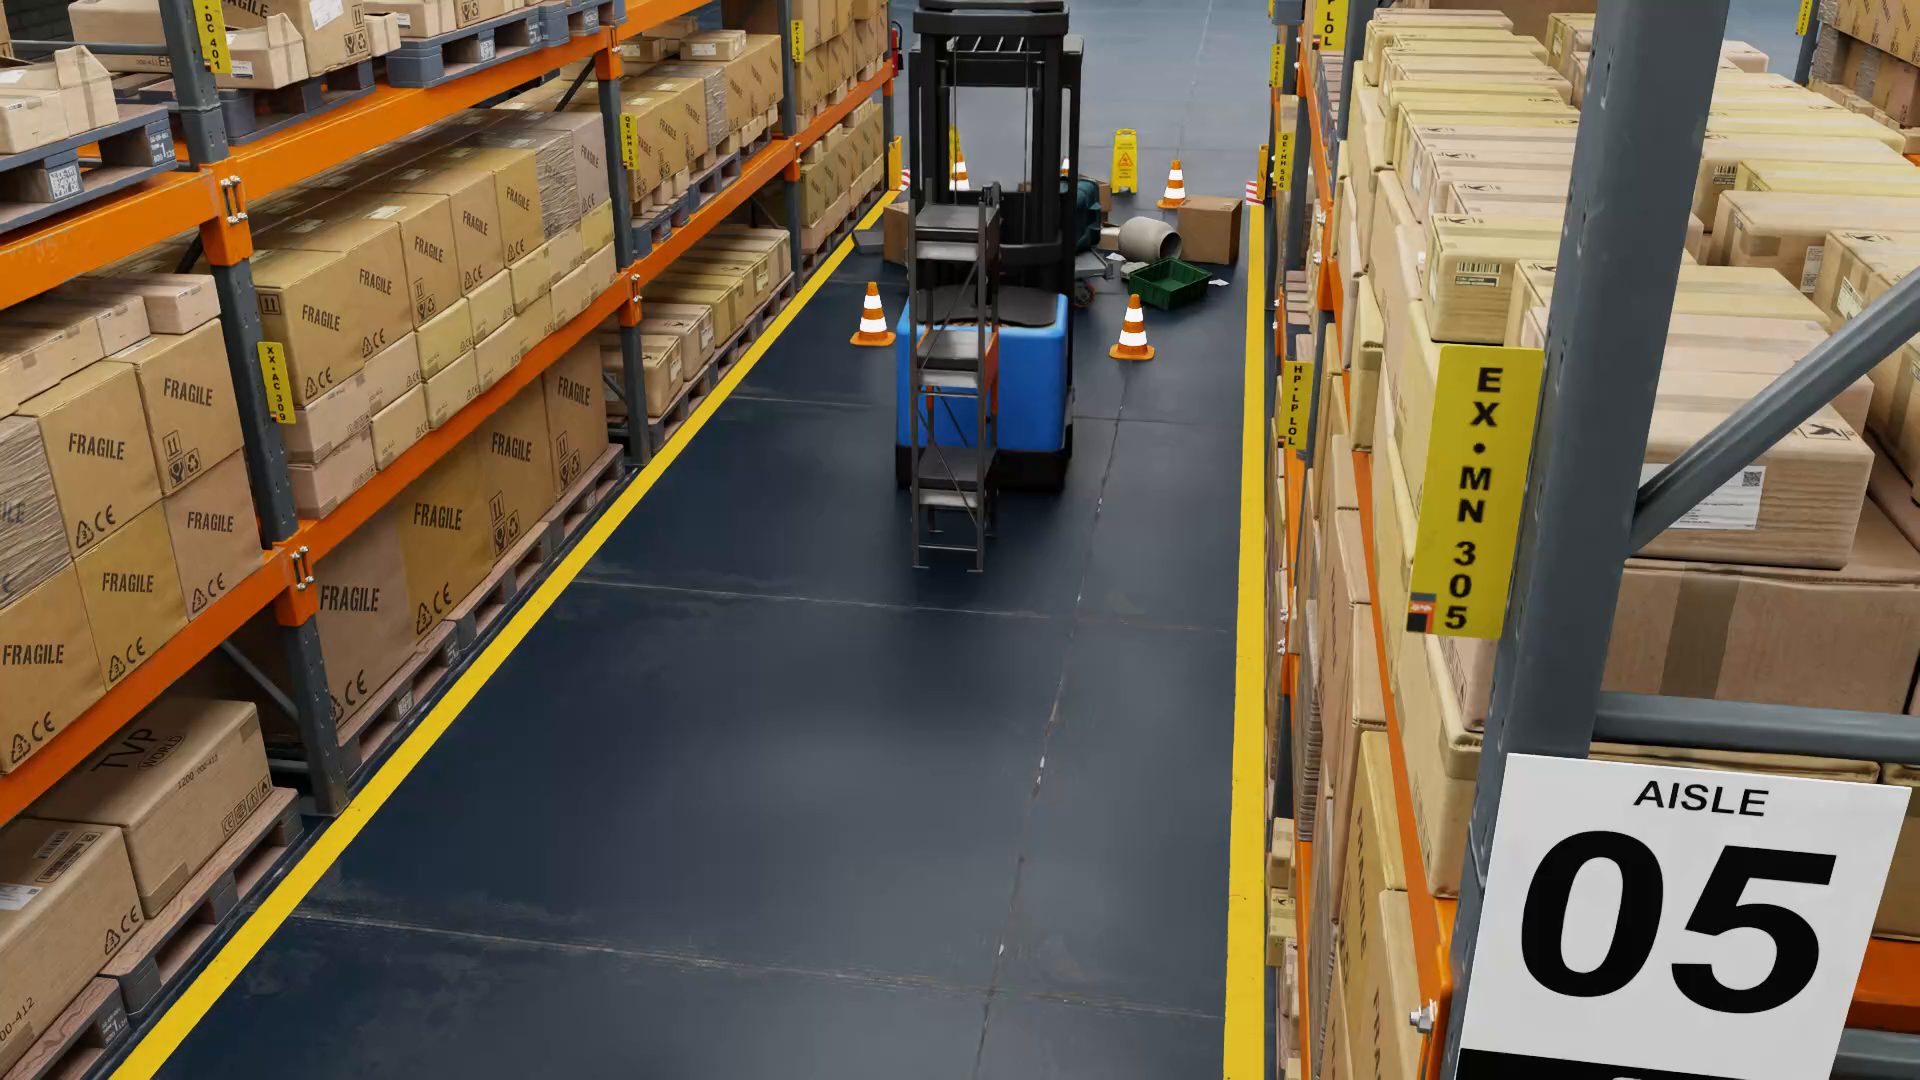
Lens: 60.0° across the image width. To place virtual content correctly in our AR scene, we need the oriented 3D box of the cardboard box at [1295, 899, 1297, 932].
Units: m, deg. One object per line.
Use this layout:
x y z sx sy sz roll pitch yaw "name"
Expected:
1.401 1.296 5.959 0.380 0.149 0.250 4 25 9 "cardboard box"

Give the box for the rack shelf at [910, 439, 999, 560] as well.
-0.027 -0.235 9.459 0.431 0.518 0.480 4 25 9 "rack shelf"

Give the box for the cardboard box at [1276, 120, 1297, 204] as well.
2.519 -2.681 11.822 0.500 0.500 0.500 4 25 8 "cardboard box"

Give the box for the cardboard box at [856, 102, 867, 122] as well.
-1.122 -4.193 16.268 0.380 0.149 0.250 4 25 9 "cardboard box"

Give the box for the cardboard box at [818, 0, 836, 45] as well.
-1.473 -4.572 14.331 0.700 0.500 0.500 4 25 9 "cardboard box"

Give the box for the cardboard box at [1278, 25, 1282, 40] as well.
3.367 -4.873 15.173 0.875 0.550 0.550 4 25 9 "cardboard box"

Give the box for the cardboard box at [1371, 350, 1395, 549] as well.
1.059 -0.158 3.188 0.500 0.250 0.500 5 26 11 "cardboard box"

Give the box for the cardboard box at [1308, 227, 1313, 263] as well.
2.106 -1.607 9.096 0.380 0.149 0.250 5 26 11 "cardboard box"

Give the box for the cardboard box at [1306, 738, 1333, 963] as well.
1.149 0.740 4.161 0.500 0.500 0.500 5 26 11 "cardboard box"

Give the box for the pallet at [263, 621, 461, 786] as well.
-3.119 0.723 7.956 1.003 0.211 1.213 4 25 9 "pallet"

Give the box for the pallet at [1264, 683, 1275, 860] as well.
1.855 1.026 7.309 1.003 0.211 1.213 4 25 9 "pallet"

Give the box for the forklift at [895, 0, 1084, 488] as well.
0.240 -2.239 11.077 1.130 2.935 3.031 2 25 4 "forklift"

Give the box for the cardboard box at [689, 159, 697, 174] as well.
-2.076 -2.652 11.679 0.380 0.149 0.250 5 26 11 "cardboard box"

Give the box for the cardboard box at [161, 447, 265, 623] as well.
-2.995 -0.046 6.191 0.500 0.500 0.500 4 25 9 "cardboard box"

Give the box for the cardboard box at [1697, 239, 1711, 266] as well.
1.582 -0.350 3.008 0.500 0.250 0.500 4 25 9 "cardboard box"

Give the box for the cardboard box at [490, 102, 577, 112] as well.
-2.717 -2.465 10.513 0.500 0.500 0.500 3 25 7 "cardboard box"

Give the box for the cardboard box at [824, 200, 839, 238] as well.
-1.425 -2.955 15.273 0.500 0.250 0.500 5 26 11 "cardboard box"

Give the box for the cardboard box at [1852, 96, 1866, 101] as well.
8.087 -3.805 14.636 0.380 0.149 0.250 4 25 9 "cardboard box"

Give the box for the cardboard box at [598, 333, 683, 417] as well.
-2.415 -1.121 11.210 0.950 0.372 0.625 2 25 5 "cardboard box"

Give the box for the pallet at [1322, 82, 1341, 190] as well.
1.935 -1.436 5.962 1.213 0.211 1.003 4 25 9 "pallet"

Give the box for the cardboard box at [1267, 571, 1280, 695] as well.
1.686 0.489 7.620 0.500 0.500 0.500 3 25 7 "cardboard box"

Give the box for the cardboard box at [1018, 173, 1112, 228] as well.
1.001 -3.190 15.972 0.797 0.503 0.637 -14 29 -27 "cardboard box"

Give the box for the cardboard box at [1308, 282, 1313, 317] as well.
2.023 -1.262 8.710 0.380 0.149 0.250 5 26 11 "cardboard box"

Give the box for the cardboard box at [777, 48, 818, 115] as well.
-1.517 -3.903 14.080 0.500 0.500 0.500 4 25 8 "cardboard box"

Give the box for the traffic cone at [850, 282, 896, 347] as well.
-0.685 -1.793 13.035 0.336 0.463 0.334 4 25 9 "traffic cone"

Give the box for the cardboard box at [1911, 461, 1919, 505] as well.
1.353 -0.056 1.909 0.380 0.149 0.250 4 25 8 "cardboard box"

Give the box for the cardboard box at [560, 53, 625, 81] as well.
-2.528 -3.253 11.432 0.380 0.149 0.250 3 25 6 "cardboard box"

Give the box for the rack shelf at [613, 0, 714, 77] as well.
-2.190 -3.754 11.542 1.077 0.370 4.000 4 25 9 "rack shelf"

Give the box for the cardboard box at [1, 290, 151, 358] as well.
-3.058 -0.750 5.752 0.380 0.149 0.250 5 25 10 "cardboard box"

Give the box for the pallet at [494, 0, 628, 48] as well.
-2.570 -2.885 9.060 1.213 0.211 1.003 5 26 11 "pallet"

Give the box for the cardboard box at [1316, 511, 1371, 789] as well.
1.147 0.269 3.989 0.500 0.500 0.500 3 25 7 "cardboard box"

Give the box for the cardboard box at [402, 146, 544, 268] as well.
-2.507 -1.726 8.602 0.500 0.500 0.500 4 25 9 "cardboard box"

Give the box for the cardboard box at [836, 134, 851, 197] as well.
-1.339 -3.512 15.578 0.500 0.500 0.500 5 26 11 "cardboard box"

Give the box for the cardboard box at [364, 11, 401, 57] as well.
-2.619 -2.160 7.068 0.380 0.166 0.250 2 25 5 "cardboard box"

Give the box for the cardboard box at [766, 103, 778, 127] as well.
-1.675 -3.400 13.276 0.380 0.149 0.250 4 25 9 "cardboard box"

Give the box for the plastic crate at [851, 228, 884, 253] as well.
-0.798 -2.835 15.713 0.402 0.080 0.583 -5 25 -10 "plastic crate"

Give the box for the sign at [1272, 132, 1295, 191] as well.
1.835 -2.146 9.430 0.100 0.325 0.005 4 25 9 "sign"

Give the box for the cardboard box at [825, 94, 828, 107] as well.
-1.405 -3.991 15.034 0.380 0.149 0.250 4 25 8 "cardboard box"

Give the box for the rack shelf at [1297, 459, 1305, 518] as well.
2.056 -0.511 7.920 0.919 0.124 3.809 4 25 9 "rack shelf"

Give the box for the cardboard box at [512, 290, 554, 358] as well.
-2.510 -1.163 8.874 0.500 0.250 0.500 4 25 8 "cardboard box"

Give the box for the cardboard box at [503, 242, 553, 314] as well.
-2.489 -1.393 8.775 0.500 0.250 0.500 3 25 7 "cardboard box"

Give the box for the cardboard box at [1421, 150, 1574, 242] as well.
1.080 -0.629 3.134 0.380 0.149 0.250 5 25 10 "cardboard box"

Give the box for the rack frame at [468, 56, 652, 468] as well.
-2.517 -1.885 10.239 1.000 3.000 0.127 4 25 9 "rack frame"

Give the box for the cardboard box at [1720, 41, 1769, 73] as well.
1.916 -1.243 4.445 0.380 0.149 0.250 4 25 8 "cardboard box"

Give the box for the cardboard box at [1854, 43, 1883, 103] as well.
8.362 -4.073 14.444 0.875 0.500 0.500 4 25 9 "cardboard box"

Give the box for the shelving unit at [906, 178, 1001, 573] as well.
-0.027 -0.882 9.157 0.431 2.100 0.503 4 25 9 "shelving unit"

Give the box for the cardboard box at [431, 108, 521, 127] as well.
-2.839 -2.194 9.601 0.500 0.500 0.500 3 25 7 "cardboard box"

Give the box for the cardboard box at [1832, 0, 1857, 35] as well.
8.119 -4.757 14.727 0.500 0.500 0.500 4 25 9 "cardboard box"

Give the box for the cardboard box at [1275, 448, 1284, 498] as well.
1.855 -0.292 8.405 0.500 0.250 0.500 4 25 9 "cardboard box"

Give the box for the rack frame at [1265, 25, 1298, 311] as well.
3.036 -3.257 13.170 1.000 3.000 0.127 4 25 9 "rack frame"

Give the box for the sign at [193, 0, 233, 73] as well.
-2.623 -1.803 5.822 0.100 0.325 0.005 4 25 9 "sign"

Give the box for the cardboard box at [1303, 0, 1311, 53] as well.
2.027 -2.768 8.468 0.500 0.500 0.500 4 25 9 "cardboard box"

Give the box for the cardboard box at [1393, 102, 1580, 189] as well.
1.150 -0.847 3.601 0.380 0.149 0.250 3 25 7 "cardboard box"
